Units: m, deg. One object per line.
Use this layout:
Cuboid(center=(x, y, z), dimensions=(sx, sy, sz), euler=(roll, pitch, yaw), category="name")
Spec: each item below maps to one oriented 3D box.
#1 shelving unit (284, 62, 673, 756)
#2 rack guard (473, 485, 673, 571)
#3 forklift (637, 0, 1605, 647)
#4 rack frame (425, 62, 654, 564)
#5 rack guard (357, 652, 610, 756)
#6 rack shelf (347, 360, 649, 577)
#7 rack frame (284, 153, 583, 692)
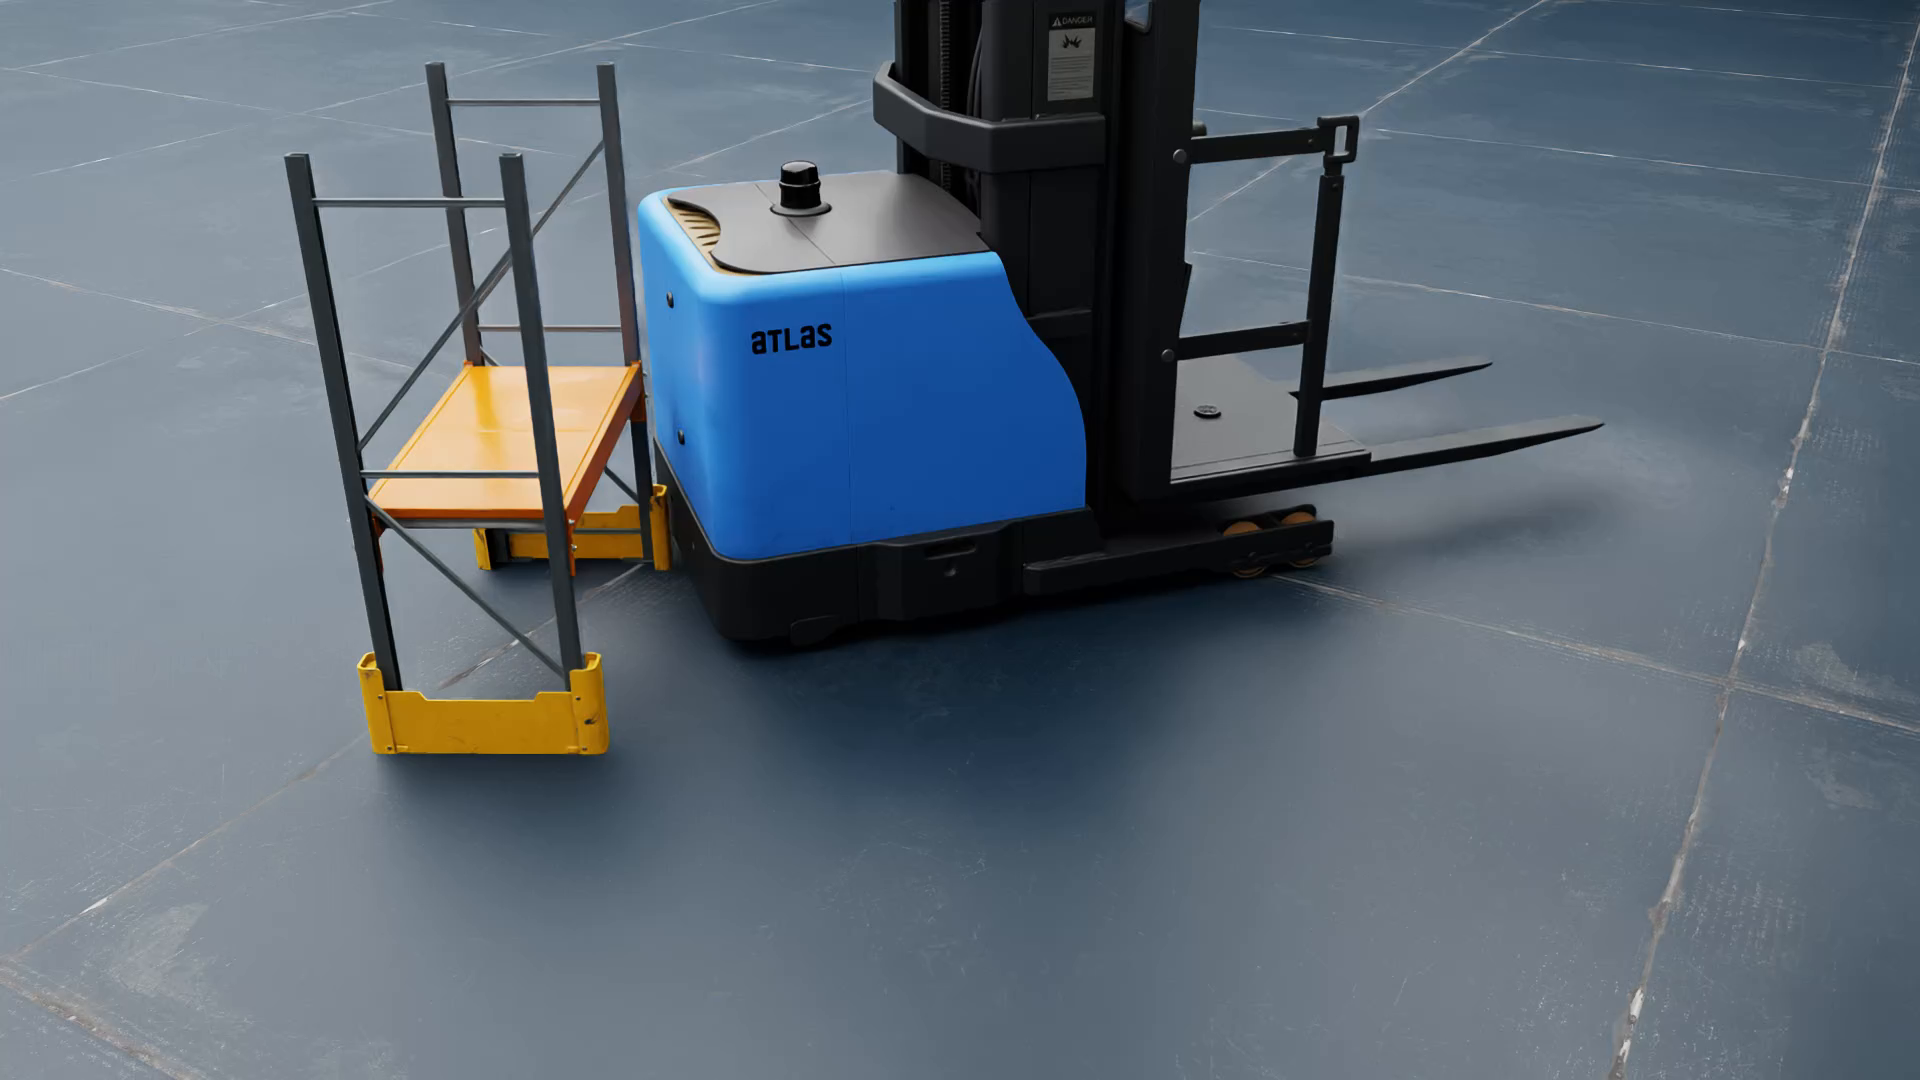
Cuboid(center=(-1.181, -0.373, 4.319), dimensions=(0.587, 1.500, 1.083), euler=(0, 27, 0), category="shelving unit")
Cuboid(center=(-1.177, -0.037, 5.044), dimensions=(0.587, 0.250, 0.087), euler=(0, 27, 0), category="rack guard")
Cuboid(center=(0.609, -1.409, 4.791), dimensions=(3.031, 2.935, 1.130), euler=(-9, 28, -18), category="forklift")
Cuboid(center=(-1.177, -0.604, 4.781), dimensions=(0.500, 1.500, 0.032), euler=(0, 27, 0), category="rack frame")
Cuboid(center=(-1.184, 0.409, 4.153), dimensions=(0.587, 0.250, 0.087), euler=(0, 27, 0), category="rack guard")
Cuboid(center=(-1.181, -0.216, 4.407), dimensions=(0.538, 0.185, 1.000), euler=(0, 27, 0), category="rack shelf")
Cuboid(center=(-1.184, -0.149, 3.872), dimensions=(0.500, 1.500, 0.032), euler=(0, 27, 0), category="rack frame")
